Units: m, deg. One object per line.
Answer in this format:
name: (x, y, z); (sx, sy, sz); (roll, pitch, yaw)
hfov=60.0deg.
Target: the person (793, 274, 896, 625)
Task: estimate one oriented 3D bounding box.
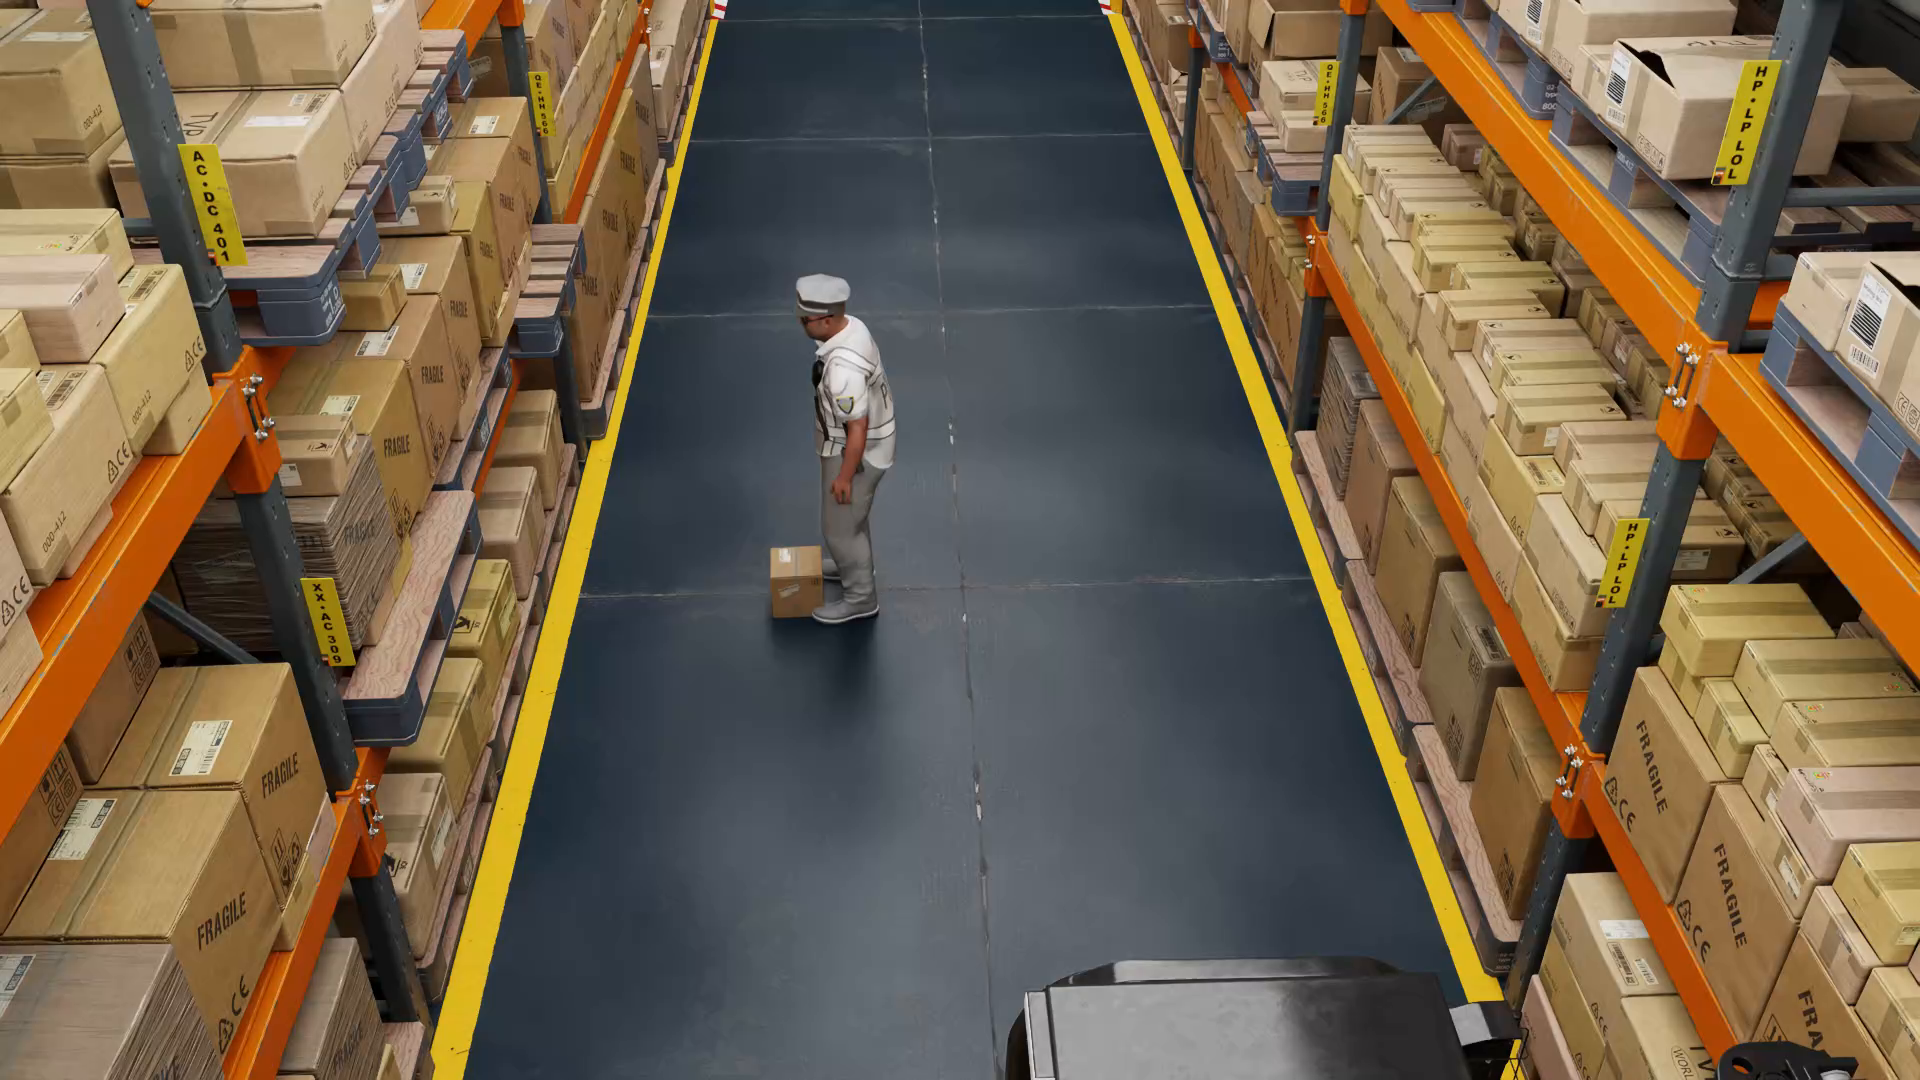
person: (-0.518, -0.423, 7.743); (0.435, 1.747, 0.587); (-3, 35, -4)
